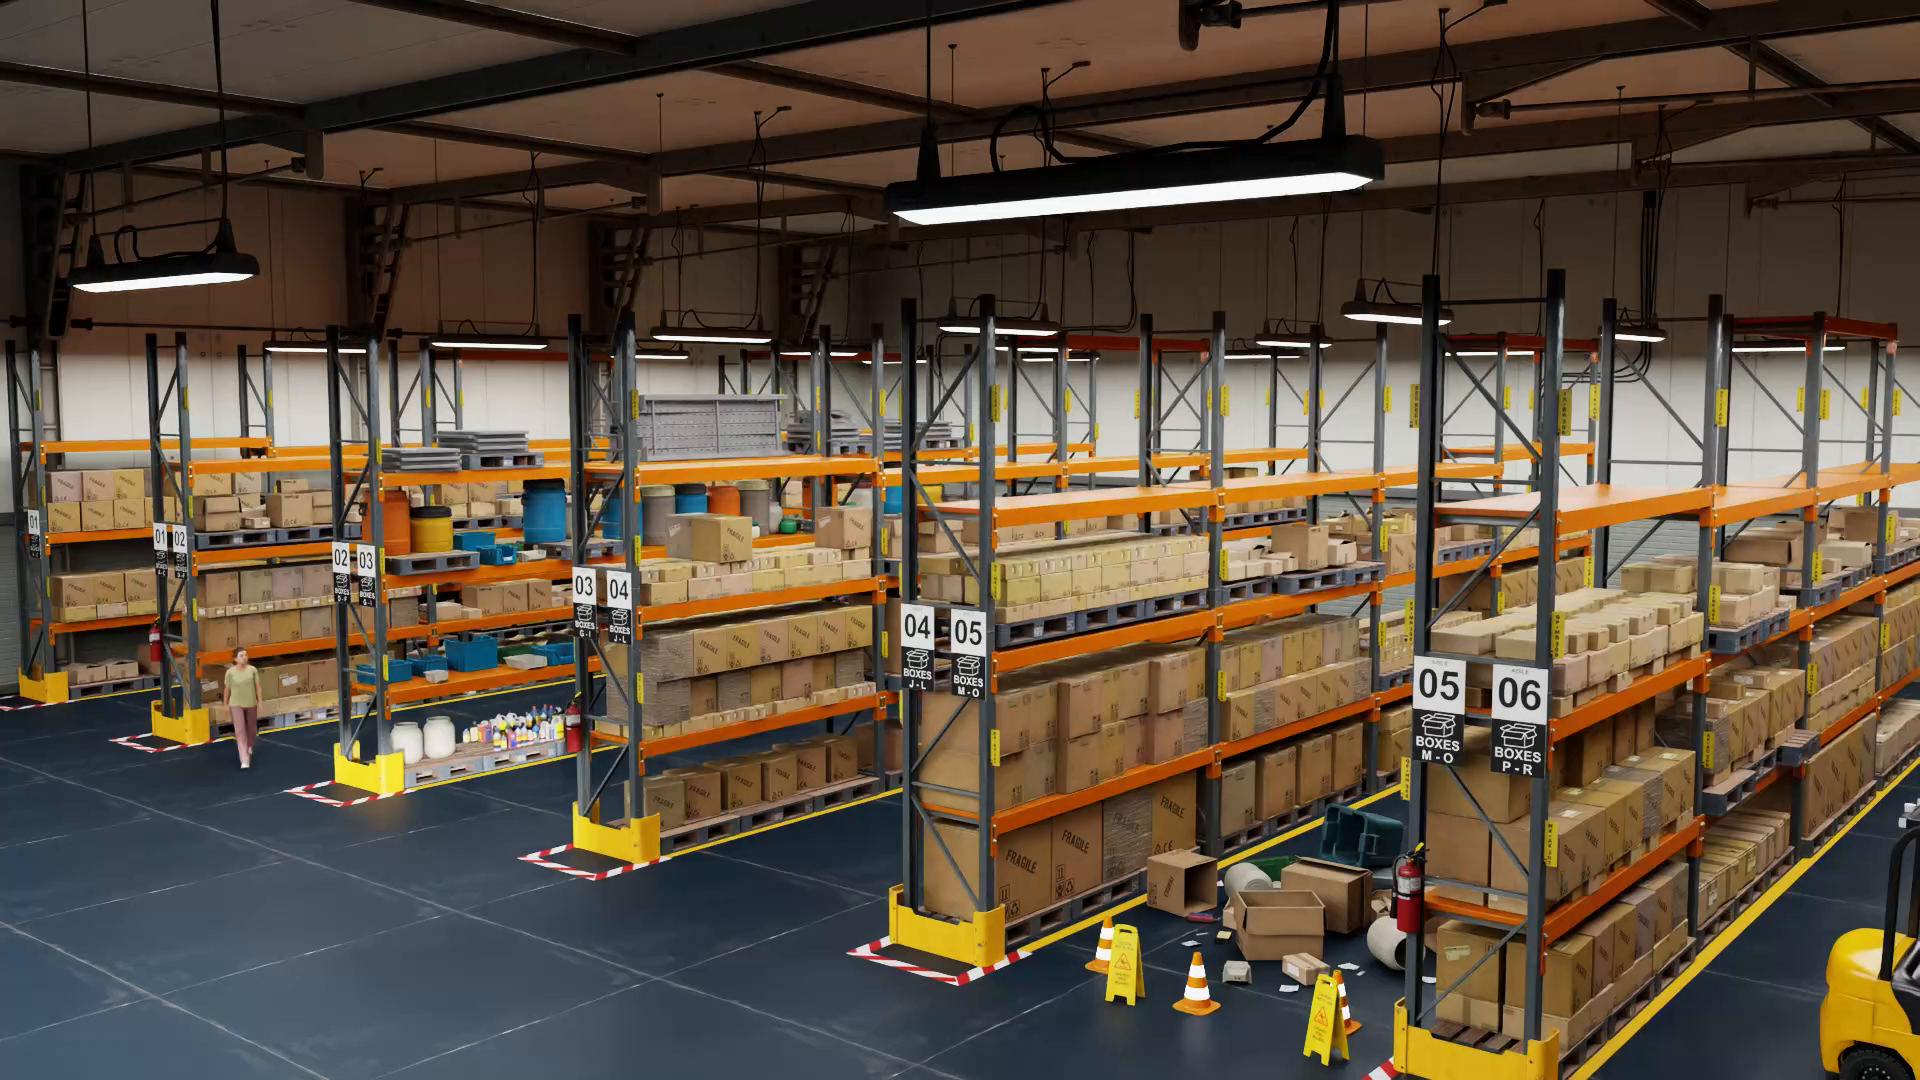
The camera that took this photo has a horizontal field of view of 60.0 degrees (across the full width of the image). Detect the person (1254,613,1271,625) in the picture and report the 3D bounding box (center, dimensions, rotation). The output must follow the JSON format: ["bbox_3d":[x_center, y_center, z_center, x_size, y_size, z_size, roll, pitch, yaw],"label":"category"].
[{"bbox_3d":[5.038,1.896,27.014,0.722,1.685,0.690,-5,7,-41],"label":"person"}]

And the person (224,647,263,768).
[{"bbox_3d":[-9.886,2.281,22.935,0.492,1.633,0.946,-3,6,-27],"label":"person"}]

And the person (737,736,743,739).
[{"bbox_3d":[-3.128,2.168,24.820,0.400,1.508,1.022,3,6,28],"label":"person"}]
